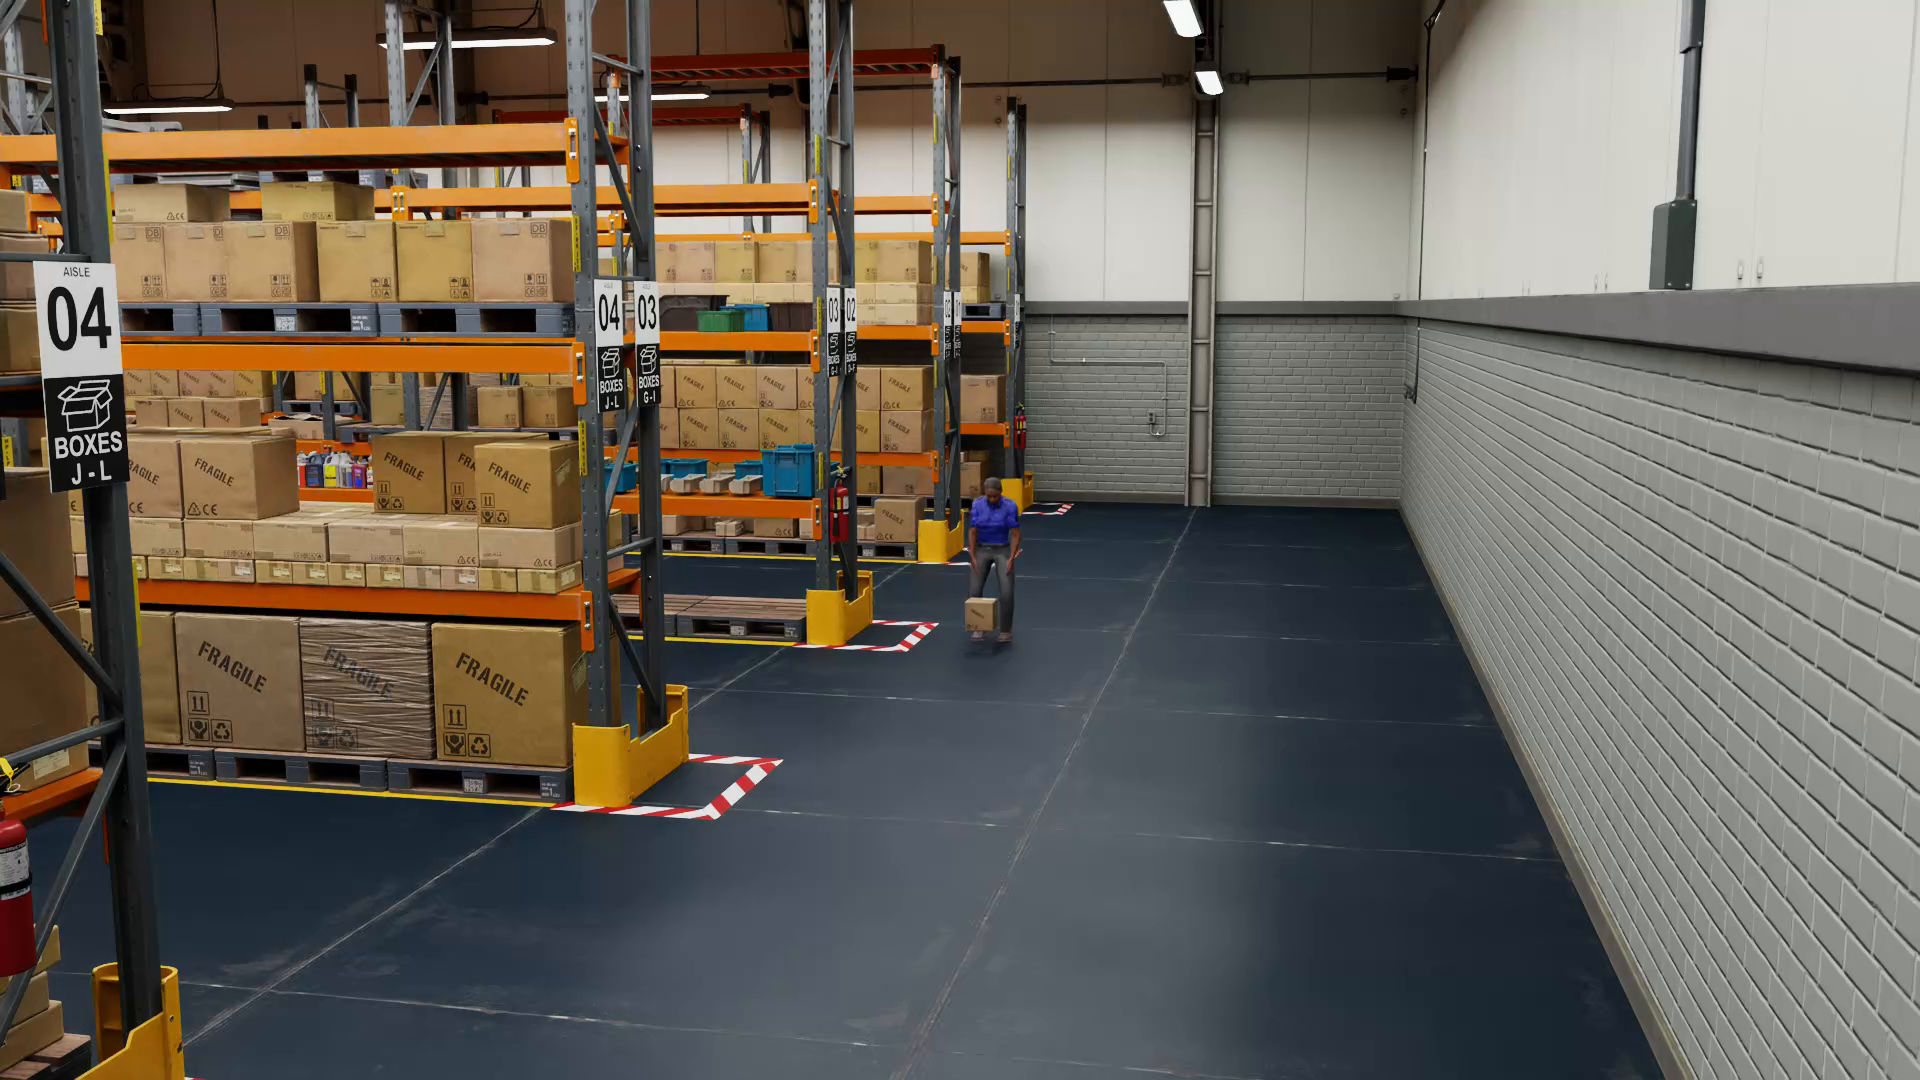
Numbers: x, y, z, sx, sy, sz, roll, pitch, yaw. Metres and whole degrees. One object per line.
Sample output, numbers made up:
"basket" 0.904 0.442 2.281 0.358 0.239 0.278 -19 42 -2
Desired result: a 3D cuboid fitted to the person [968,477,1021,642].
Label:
"person" 0.320 0.170 15.156 0.480 1.526 0.492 2 8 12
